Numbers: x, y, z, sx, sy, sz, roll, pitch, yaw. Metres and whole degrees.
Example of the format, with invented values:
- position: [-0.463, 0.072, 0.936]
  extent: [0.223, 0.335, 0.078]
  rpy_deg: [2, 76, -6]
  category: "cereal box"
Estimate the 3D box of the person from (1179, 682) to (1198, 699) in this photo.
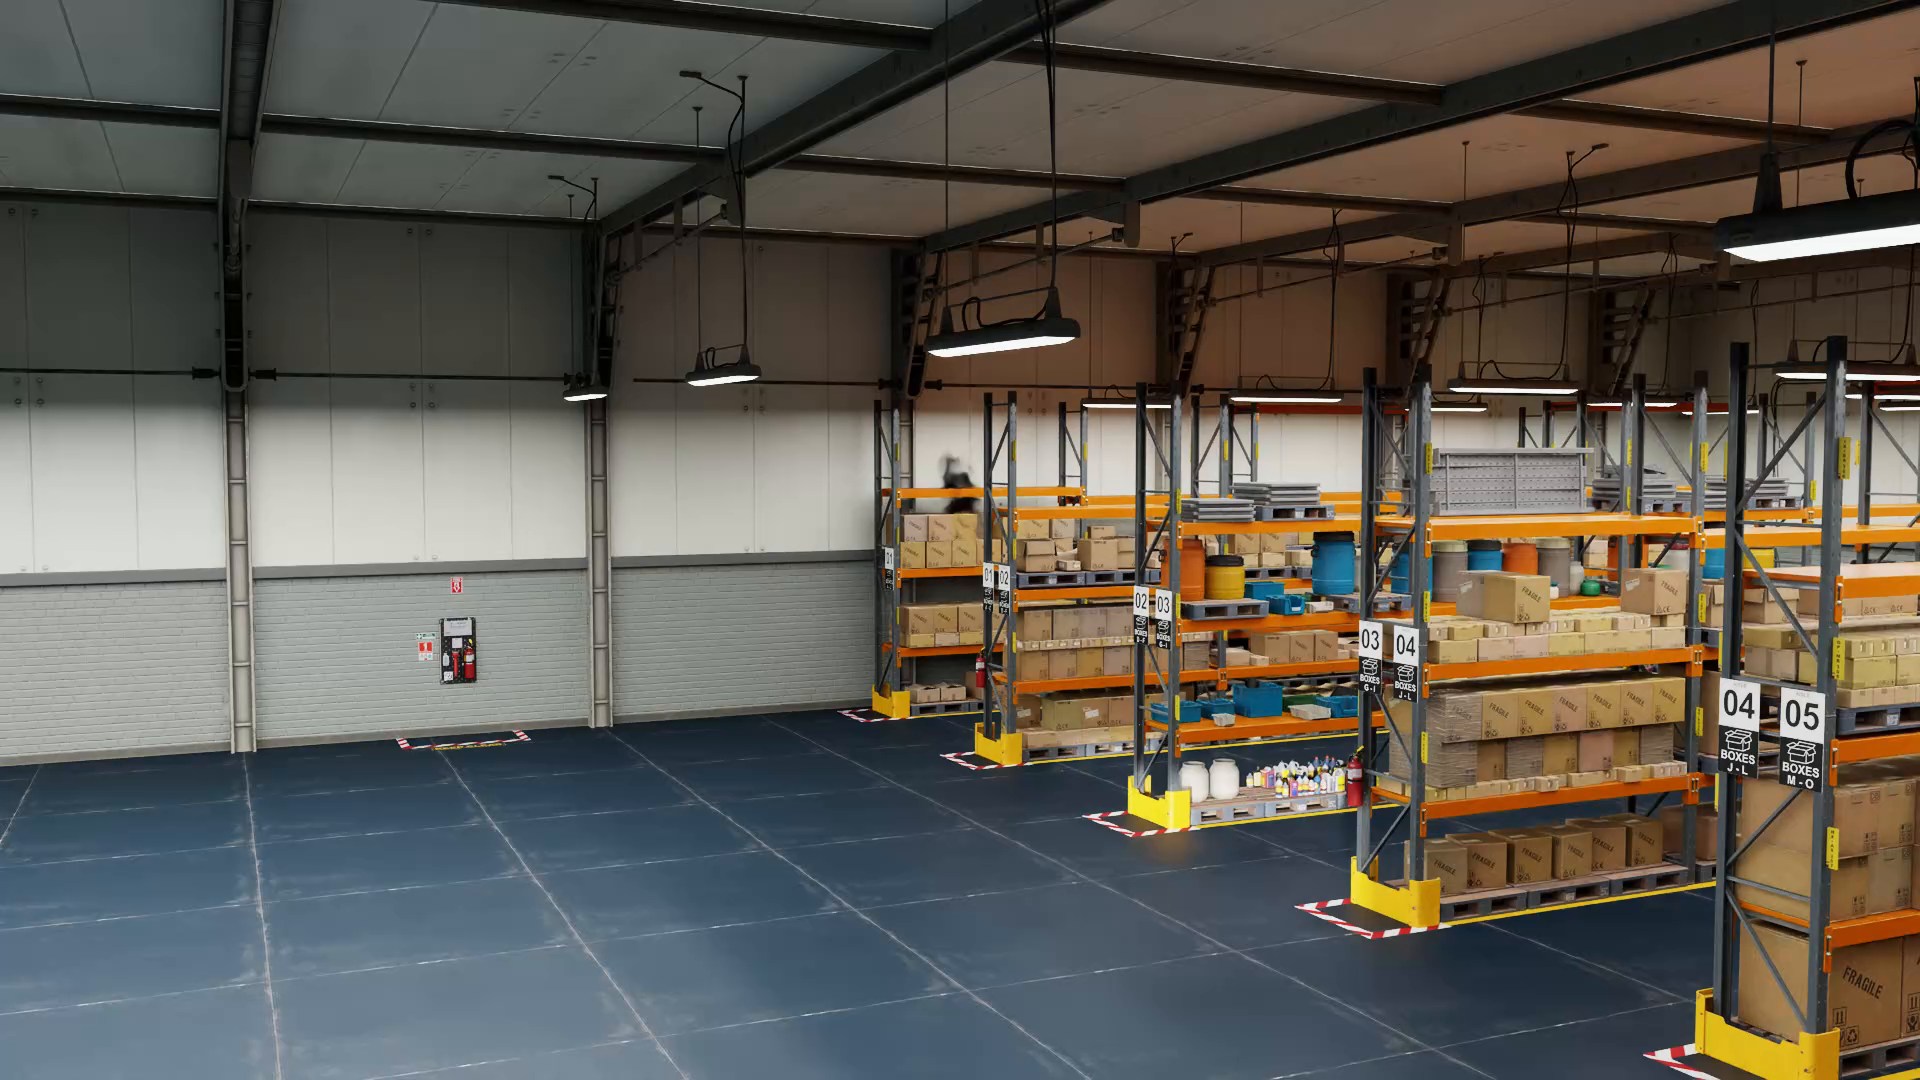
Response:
- position: [4.146, 2.460, 31.132]
  extent: [1.035, 1.772, 0.689]
  rpy_deg: [-3, 4, -37]
  category: "person"

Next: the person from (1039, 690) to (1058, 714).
- position: [1.585, 2.587, 29.421]
  extent: [0.575, 1.728, 0.706]
  rpy_deg: [-2, 4, -28]
  category: "person"
